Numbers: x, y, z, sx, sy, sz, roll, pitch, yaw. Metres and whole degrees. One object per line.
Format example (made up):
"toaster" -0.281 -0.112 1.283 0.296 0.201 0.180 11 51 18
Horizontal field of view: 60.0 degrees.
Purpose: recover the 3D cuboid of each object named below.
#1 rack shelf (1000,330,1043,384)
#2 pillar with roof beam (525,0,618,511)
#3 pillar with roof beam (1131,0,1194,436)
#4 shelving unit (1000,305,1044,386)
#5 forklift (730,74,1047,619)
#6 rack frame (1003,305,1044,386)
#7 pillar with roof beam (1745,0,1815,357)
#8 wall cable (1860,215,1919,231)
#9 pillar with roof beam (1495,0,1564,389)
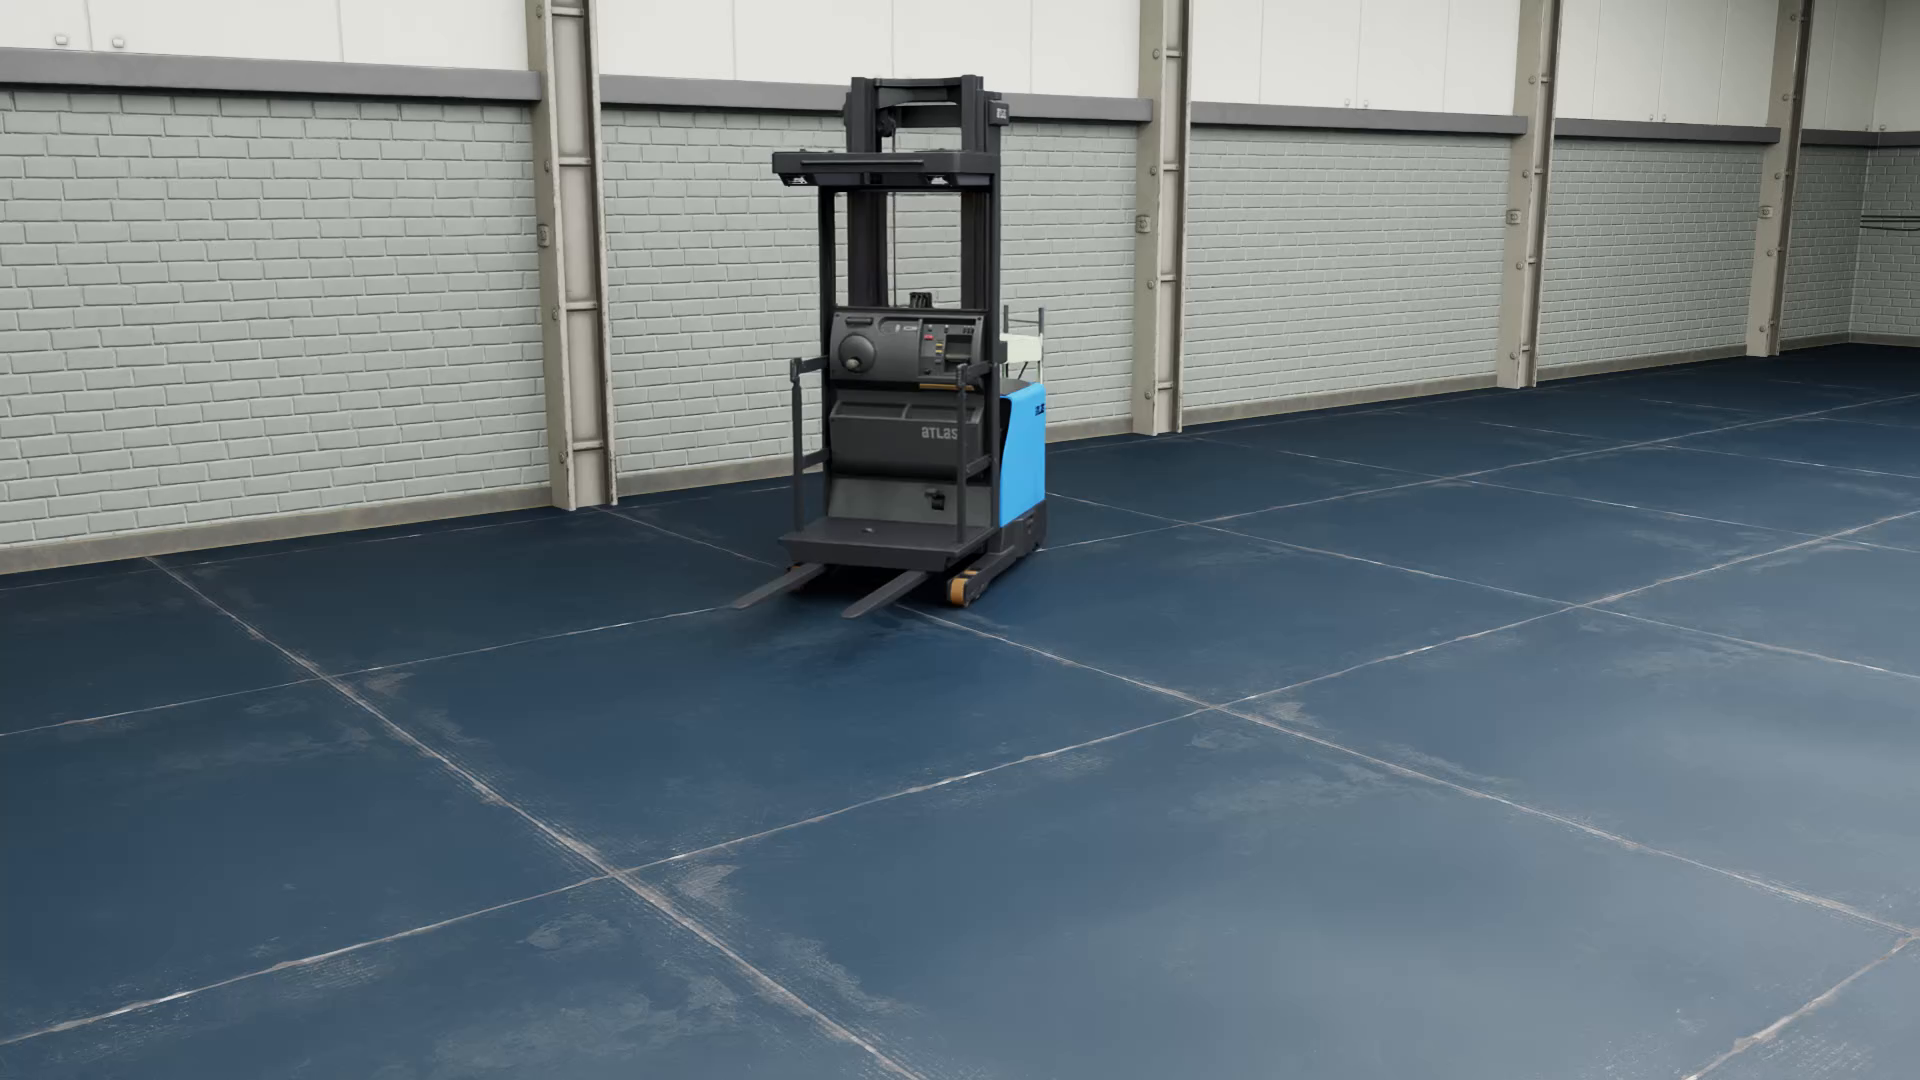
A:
"rack shelf" 0.164 -1.226 11.414 0.720 0.370 0.431 -10 16 -39
"pillar with roof beam" -0.103 -3.967 8.146 0.400 9.000 9.100 -9 15 -38
"pillar with roof beam" 4.582 -4.746 11.813 0.400 9.000 9.100 -9 15 -38
"shelving unit" 0.164 -0.844 11.495 0.755 1.500 0.431 -10 16 -39
"forklift" -0.378 -1.151 9.491 1.130 2.935 3.031 4 13 18
"rack frame" 0.443 -0.894 11.727 0.023 1.500 0.400 -10 16 -39
"pillar with roof beam" 13.952 -6.303 19.146 0.400 9.000 9.100 -9 15 -38
"wall cable" 14.389 -5.650 23.547 0.112 2.526 3.097 -9 15 -38
"pillar with roof beam" 9.267 -5.524 15.479 0.400 9.000 9.100 -9 15 -38
